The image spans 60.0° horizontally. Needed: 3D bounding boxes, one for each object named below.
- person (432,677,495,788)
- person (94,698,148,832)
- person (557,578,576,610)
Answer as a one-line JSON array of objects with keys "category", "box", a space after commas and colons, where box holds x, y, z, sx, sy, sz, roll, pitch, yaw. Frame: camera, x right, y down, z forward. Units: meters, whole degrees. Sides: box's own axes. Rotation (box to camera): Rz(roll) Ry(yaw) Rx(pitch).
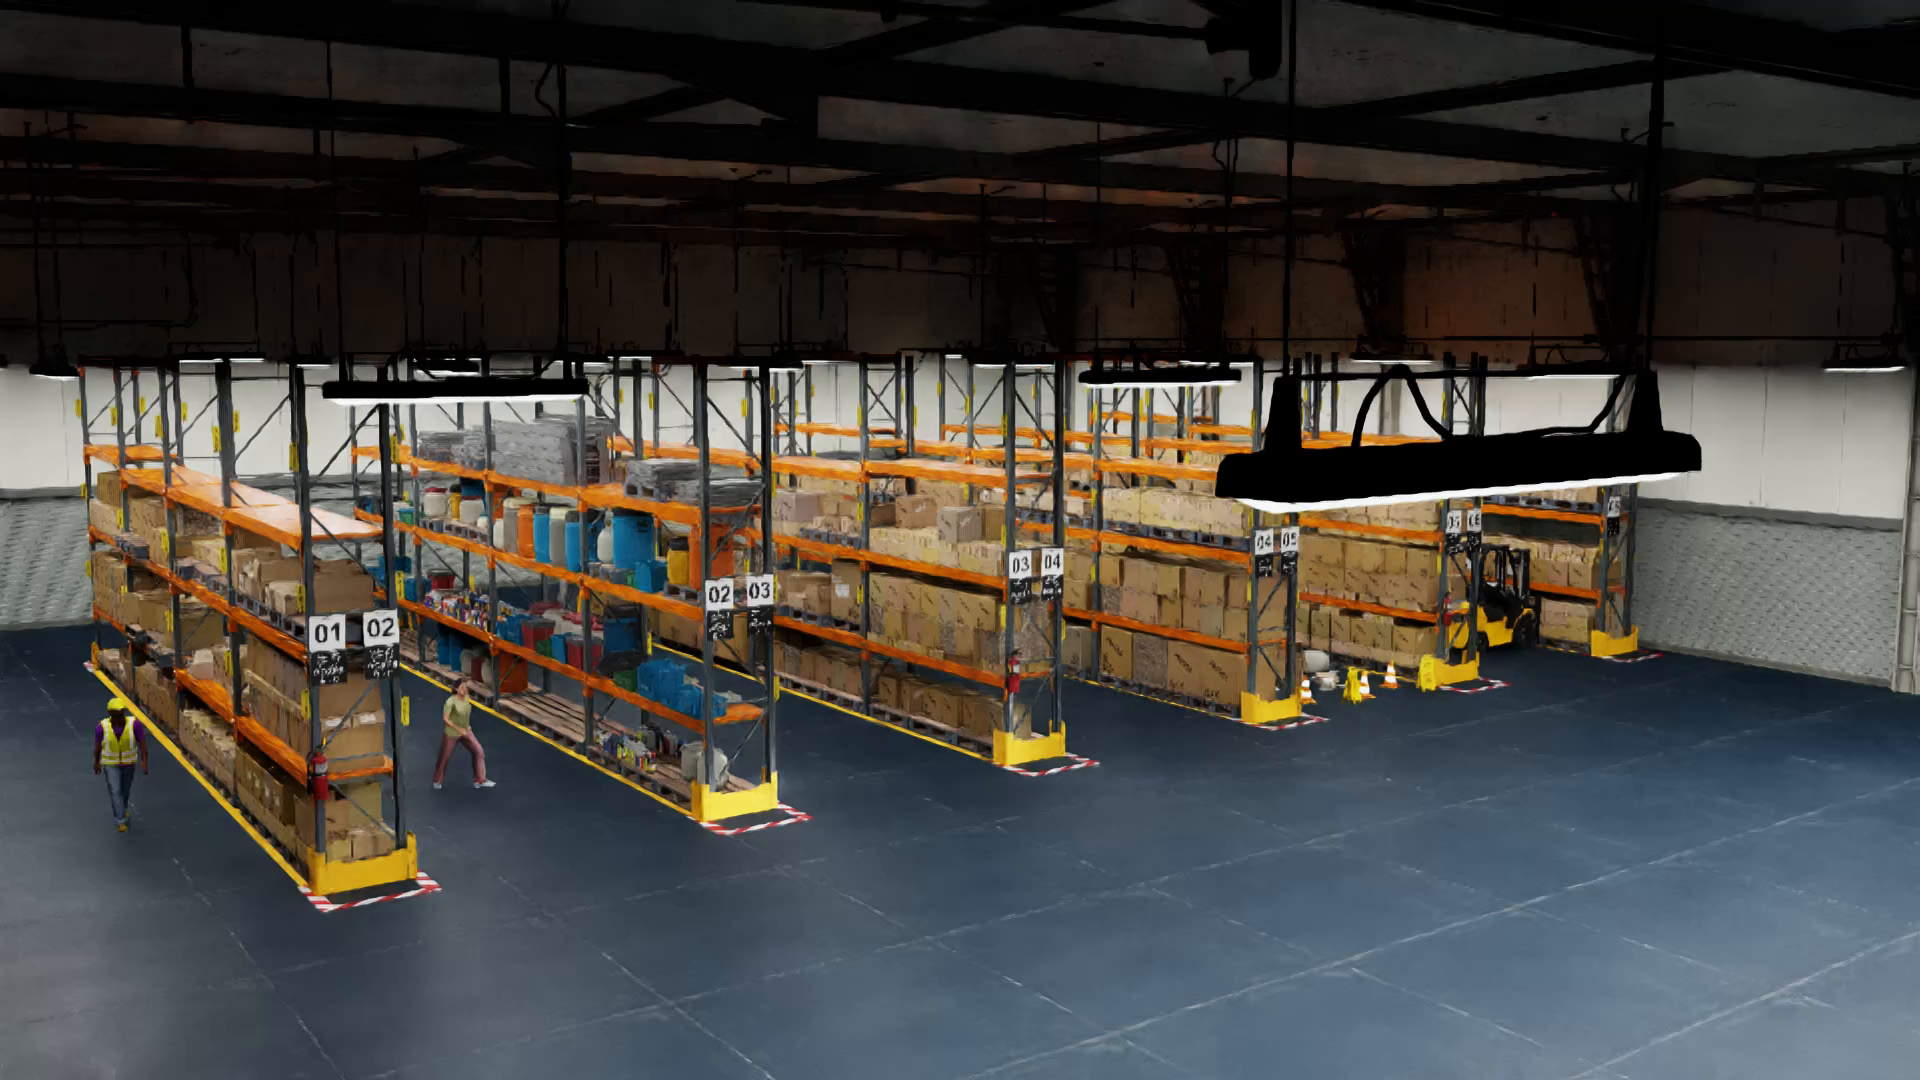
[{"category": "person", "box": [-7.054, 2.699, 23.360, 0.817, 1.601, 0.621, 5, 9, 37]}, {"category": "person", "box": [-10.865, 2.875, 21.557, 0.589, 1.716, 1.043, -5, 9, -36]}, {"category": "person", "box": [-9.173, 0.775, 38.604, 0.442, 1.774, 0.690, -1, 7, -5]}]
